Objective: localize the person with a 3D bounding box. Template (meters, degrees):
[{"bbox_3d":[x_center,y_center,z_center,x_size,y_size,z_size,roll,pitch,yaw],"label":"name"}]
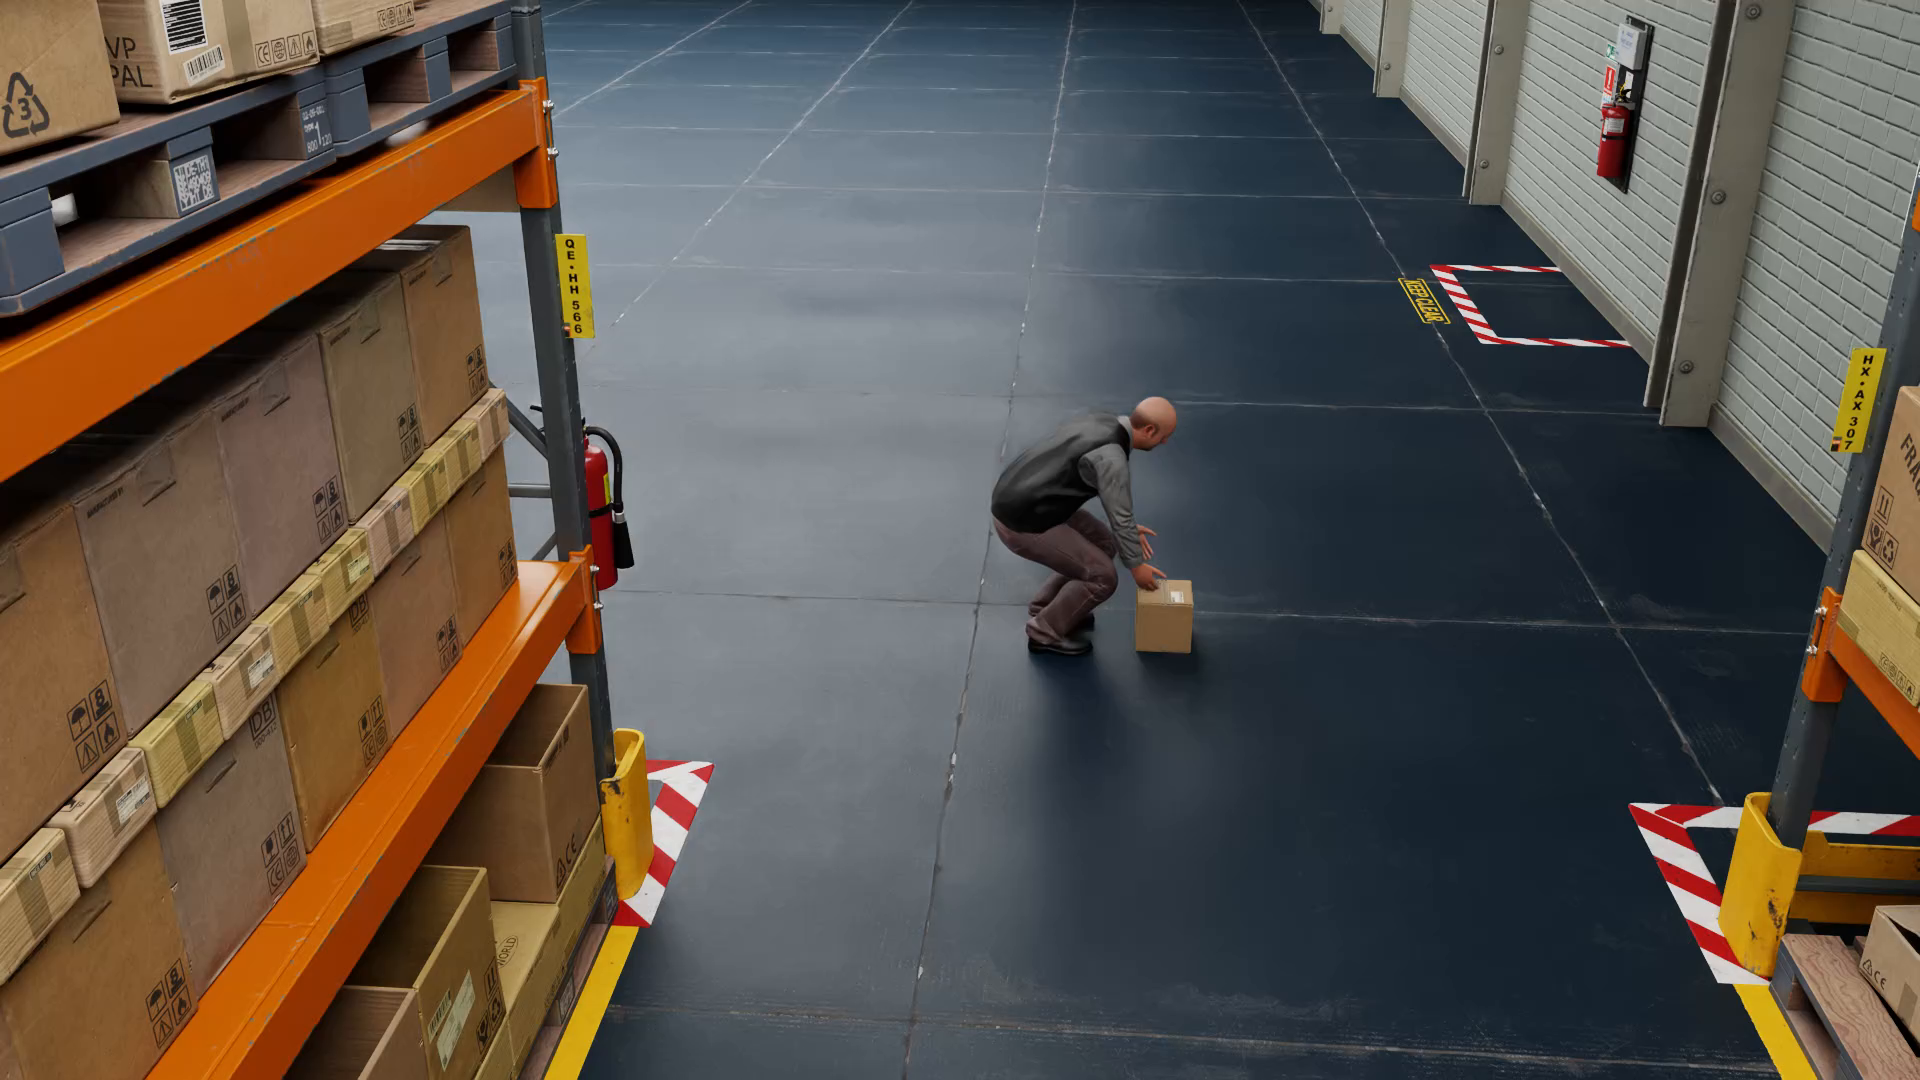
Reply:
[{"bbox_3d":[0.549,-0.055,7.540,0.815,1.079,0.573,2,24,4],"label":"person"}]
